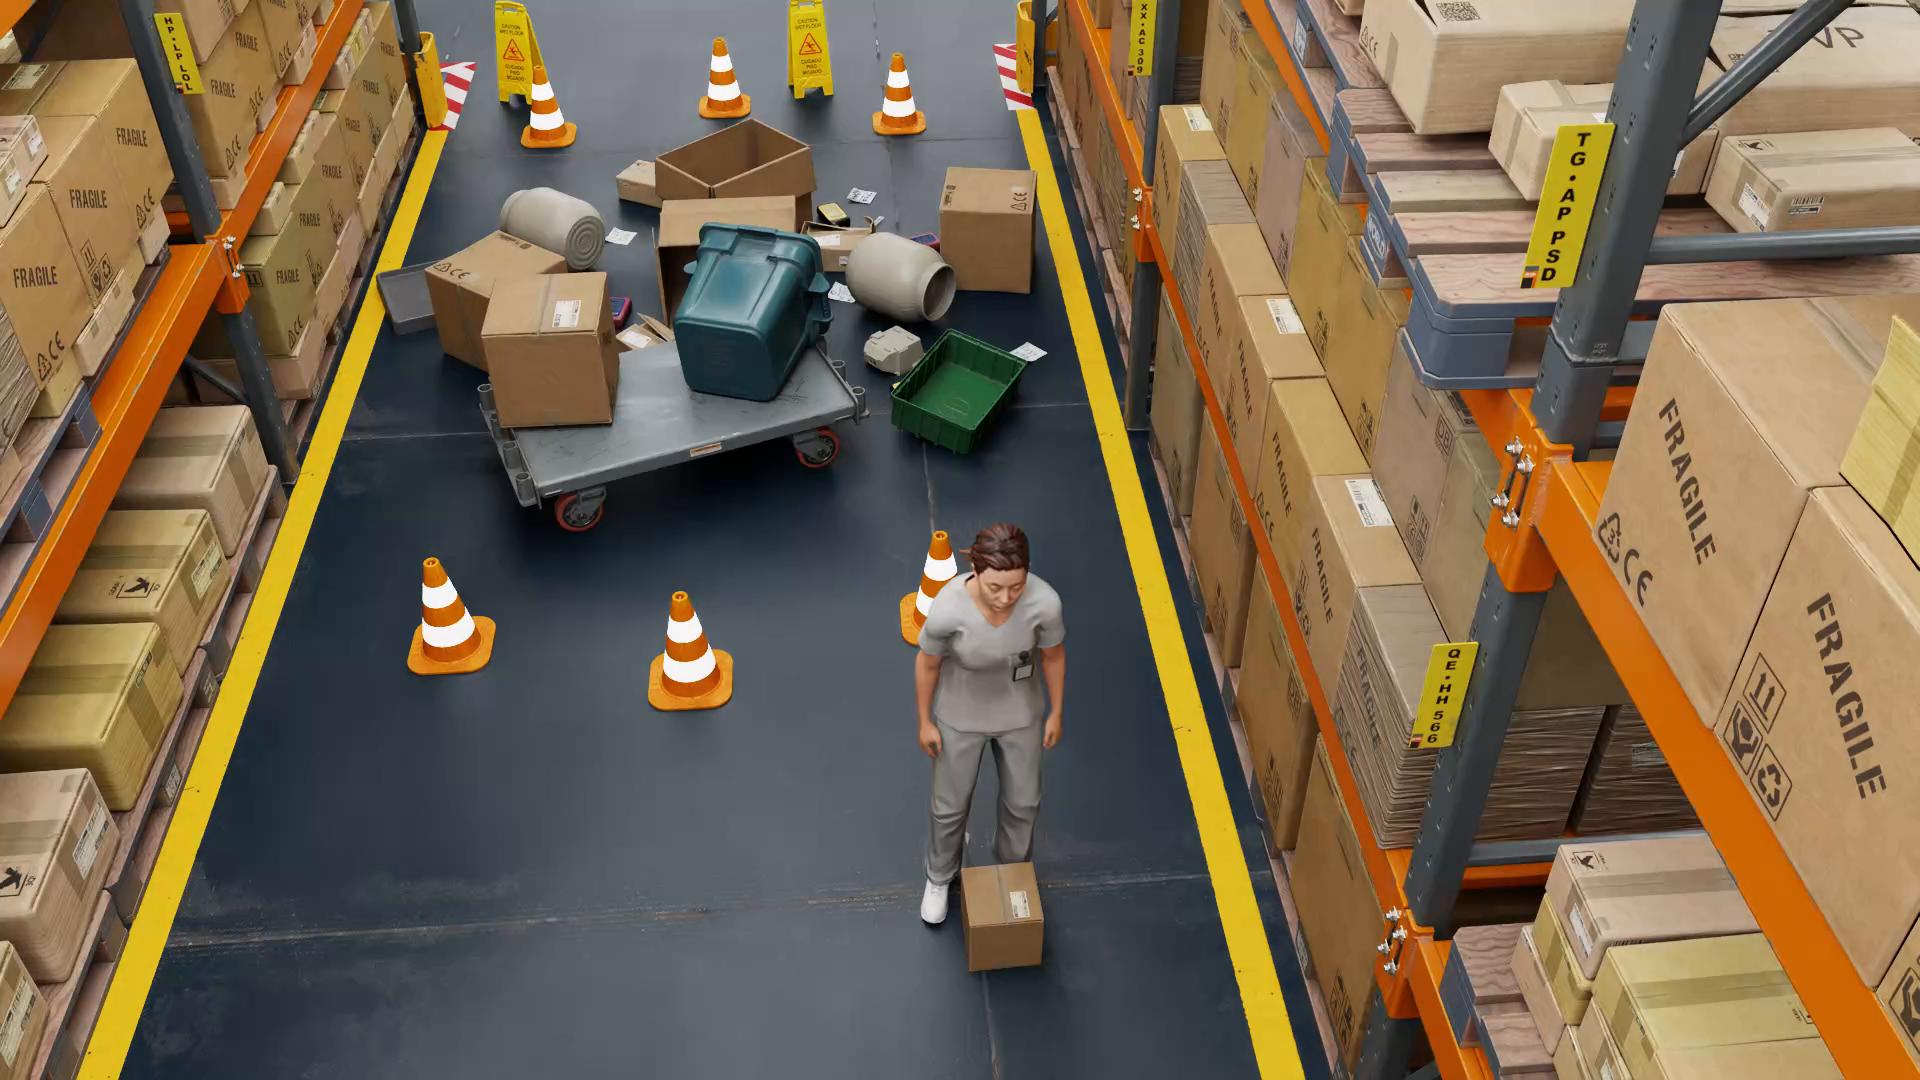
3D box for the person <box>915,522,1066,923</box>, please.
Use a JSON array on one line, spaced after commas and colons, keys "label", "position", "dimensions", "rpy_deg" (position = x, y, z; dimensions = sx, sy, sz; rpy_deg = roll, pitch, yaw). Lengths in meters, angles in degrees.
[{"label": "person", "position": [0.097, 0.586, 5.439], "dimensions": [0.496, 1.673, 0.355], "rpy_deg": [-4, 39, -5]}]
